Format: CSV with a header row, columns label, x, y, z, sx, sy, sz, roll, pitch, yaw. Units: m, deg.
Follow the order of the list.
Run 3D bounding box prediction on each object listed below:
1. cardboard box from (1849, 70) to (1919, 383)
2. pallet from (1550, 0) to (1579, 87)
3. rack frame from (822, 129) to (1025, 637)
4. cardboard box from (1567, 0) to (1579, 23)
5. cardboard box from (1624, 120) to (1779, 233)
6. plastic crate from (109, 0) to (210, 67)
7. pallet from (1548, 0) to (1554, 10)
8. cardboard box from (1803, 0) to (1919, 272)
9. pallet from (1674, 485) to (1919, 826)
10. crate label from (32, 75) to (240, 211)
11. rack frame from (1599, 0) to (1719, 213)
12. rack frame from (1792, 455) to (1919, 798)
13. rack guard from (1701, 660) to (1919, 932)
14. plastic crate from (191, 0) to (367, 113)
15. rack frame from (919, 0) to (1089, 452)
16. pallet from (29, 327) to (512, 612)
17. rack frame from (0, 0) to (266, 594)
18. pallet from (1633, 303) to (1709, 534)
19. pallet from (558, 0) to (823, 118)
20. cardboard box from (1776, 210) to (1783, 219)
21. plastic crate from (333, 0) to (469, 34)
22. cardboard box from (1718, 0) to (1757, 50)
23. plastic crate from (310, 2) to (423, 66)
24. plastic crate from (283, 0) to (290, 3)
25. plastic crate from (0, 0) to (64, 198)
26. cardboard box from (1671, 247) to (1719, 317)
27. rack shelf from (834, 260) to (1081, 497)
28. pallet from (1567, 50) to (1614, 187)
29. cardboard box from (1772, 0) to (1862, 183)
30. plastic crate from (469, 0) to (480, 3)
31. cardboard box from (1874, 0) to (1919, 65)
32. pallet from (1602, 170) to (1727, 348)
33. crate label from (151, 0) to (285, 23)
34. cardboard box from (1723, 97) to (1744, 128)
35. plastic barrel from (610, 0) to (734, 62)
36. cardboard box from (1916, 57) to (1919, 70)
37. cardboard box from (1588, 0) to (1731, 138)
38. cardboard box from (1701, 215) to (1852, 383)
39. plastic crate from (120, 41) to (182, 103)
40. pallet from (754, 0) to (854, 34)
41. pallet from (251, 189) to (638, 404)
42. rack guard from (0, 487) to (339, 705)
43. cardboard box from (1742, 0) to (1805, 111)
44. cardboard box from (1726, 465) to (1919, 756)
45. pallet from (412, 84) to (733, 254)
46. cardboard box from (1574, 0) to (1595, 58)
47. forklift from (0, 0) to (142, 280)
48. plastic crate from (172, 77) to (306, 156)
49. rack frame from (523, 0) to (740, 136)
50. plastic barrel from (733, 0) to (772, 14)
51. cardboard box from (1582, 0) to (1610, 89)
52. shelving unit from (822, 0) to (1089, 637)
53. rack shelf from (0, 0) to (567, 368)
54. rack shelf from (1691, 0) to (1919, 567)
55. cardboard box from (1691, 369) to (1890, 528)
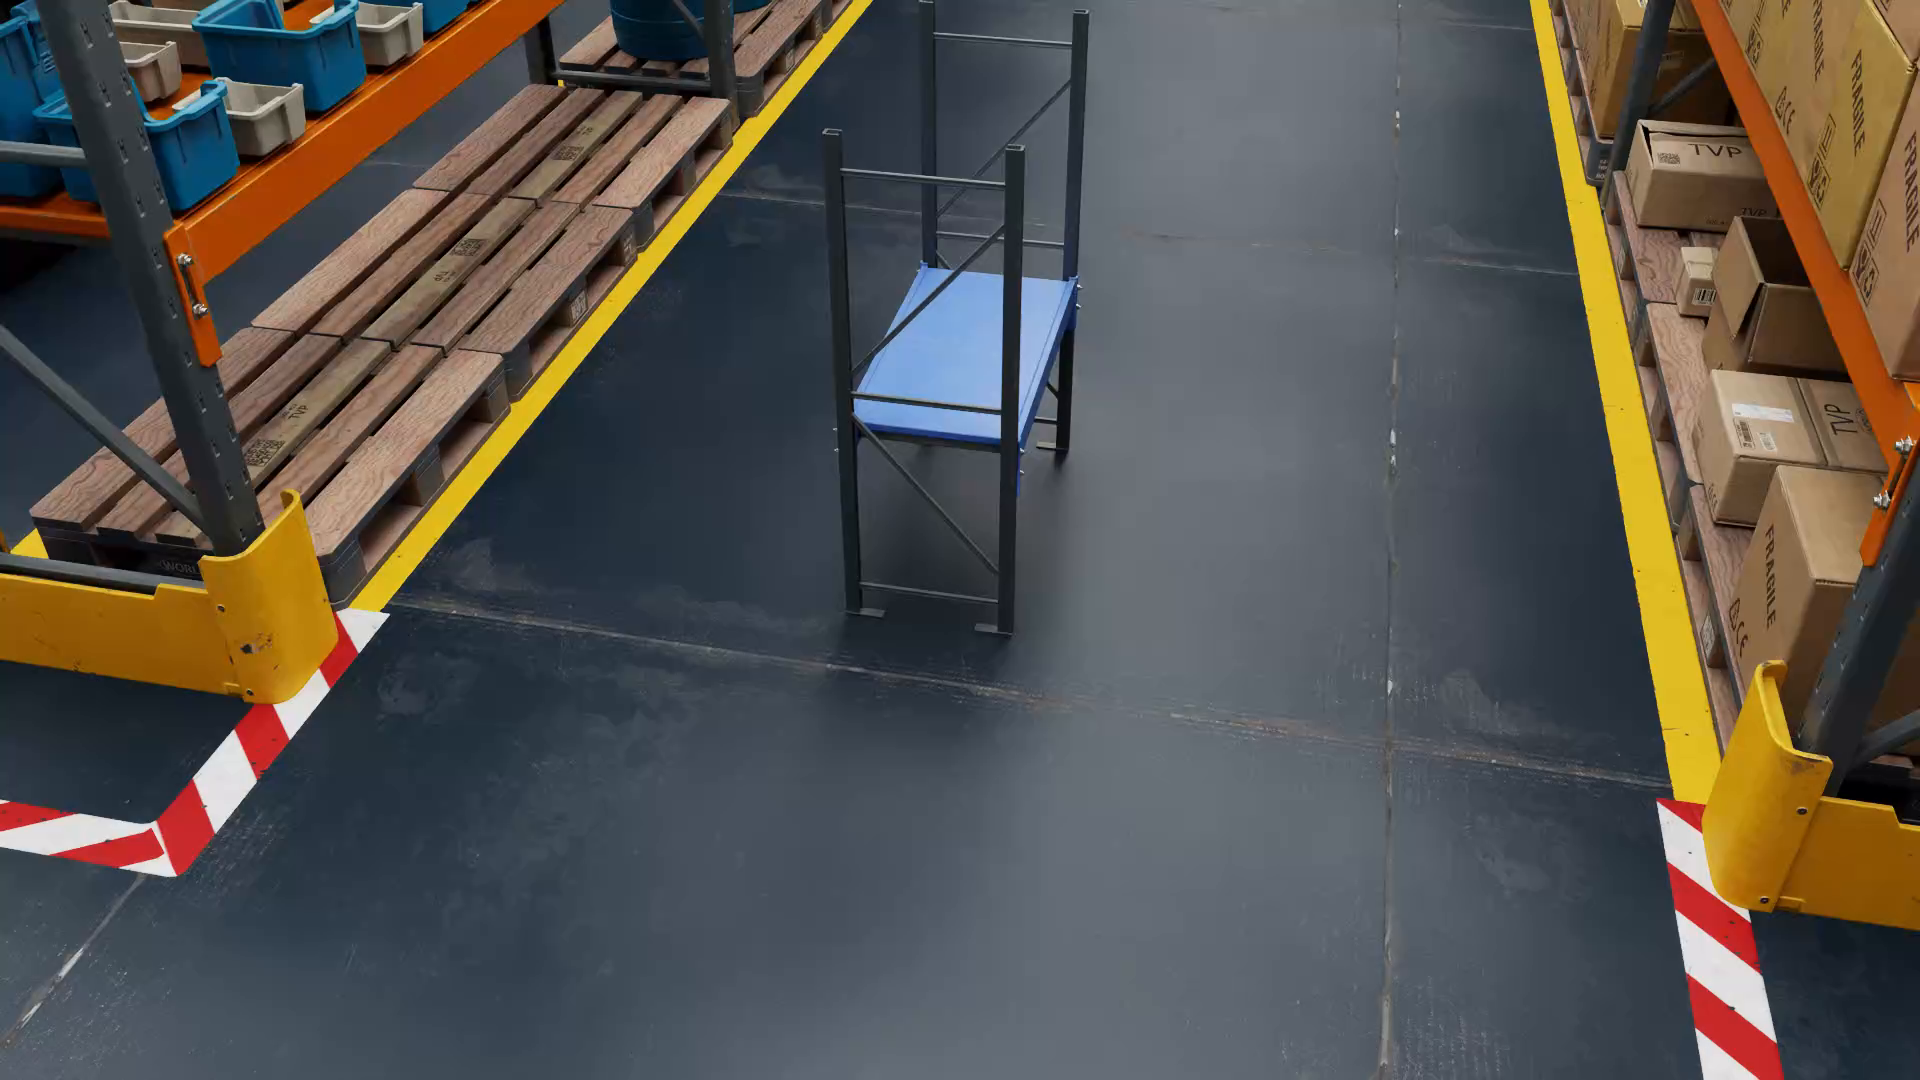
label,x,y,z,sx,sy,sz,roll,pitch,yaw
cardboard box,2.257,-0.644,3.498,0.500,0.500,0.500,8,37,11
pallet,3.676,-2.649,8.726,1.003,0.211,1.213,7,37,10
rack frame,-0.090,-0.365,4.475,0.500,1.500,0.032,7,37,10
cardboard box,3.434,-2.952,8.523,0.500,0.500,0.500,6,36,8
cardboard box,2.980,-1.482,6.655,0.500,0.311,0.500,7,37,10
plastic crate,-2.338,-1.508,4.948,0.396,0.136,0.243,7,37,10
pallet,3.939,-3.347,9.688,1.003,0.211,1.213,7,37,10
cardboard box,2.364,-0.942,3.909,0.500,0.500,0.500,8,37,10
pallet,2.612,0.316,4.635,1.003,0.211,1.213,7,37,10
crate label,-2.037,-0.993,4.155,0.416,0.233,0.303,7,37,10
rack frame,3.281,-2.606,6.290,1.000,3.000,0.127,7,37,10
rack frame,2.427,-0.313,3.126,1.000,3.000,0.127,7,37,10
rack guard,2.443,0.656,3.919,1.175,0.500,0.348,7,37,10
plastic crate,-1.896,-1.370,4.676,0.416,0.233,0.300,7,37,10
rack frame,0.127,-0.948,5.279,0.500,1.500,0.032,7,37,10
pallet,-2.197,-0.275,5.449,1.003,0.211,1.213,7,37,10
rack frame,-2.411,-0.936,3.985,1.000,3.000,0.127,7,37,10
pallet,2.875,-0.382,5.597,1.003,0.211,1.213,7,37,10
pallet,-1.351,-2.537,8.571,1.003,0.211,1.213,7,37,10
cardboard box,3.437,-1.410,6.394,0.500,0.500,0.500,7,37,10
plastic crate,-1.756,-1.747,5.197,0.416,0.233,0.300,7,37,10
cardboard box,2.691,-1.808,5.103,0.500,0.500,0.500,7,37,10
plastic crate,-1.743,-1.516,4.959,0.250,0.136,0.298,7,37,10
plastic crate,-2.257,-1.843,5.410,0.298,0.136,0.250,7,37,10
plastic crate,-2.522,-1.190,4.254,0.616,0.435,0.499,7,37,10
cardboard box,2.805,-0.926,6.011,0.380,0.166,0.250,7,37,10
rack shelf,0.018,-0.511,4.983,0.538,0.185,1.000,7,37,10
pallet,3.418,-1.948,7.758,1.003,0.211,1.213,7,37,10
cardboard box,2.476,-1.227,4.302,0.500,0.500,0.500,8,37,10
plastic crate,-1.692,-1.920,5.434,0.416,0.233,0.300,7,37,10
cardboard box,2.360,-1.338,3.602,0.500,0.500,0.500,8,37,11
pallet,3.134,-1.083,6.565,1.003,0.211,1.213,7,37,10
crate label,-2.302,-1.671,5.173,0.396,0.136,0.243,7,37,10
cardboard box,3.623,-2.019,7.235,0.500,0.500,0.500,6,36,8
plastic barrel,-1.424,-2.859,8.069,0.600,0.901,0.708,7,37,10
cardboard box,2.253,-1.048,3.202,0.500,0.500,0.500,7,37,10
cardboard box,3.107,-2.091,7.334,0.500,0.500,0.500,7,37,10
cardboard box,2.885,-0.696,5.406,0.797,0.503,0.637,7,37,10
plastic crate,-2.414,-1.344,4.721,0.396,0.136,0.243,7,37,10
pallet,-1.093,-3.239,9.539,1.003,0.211,1.213,7,37,10
pallet,-1.935,-0.972,6.411,1.003,0.211,1.213,7,37,10
rack guard,-2.404,0.092,4.697,1.175,0.500,0.348,7,37,10
cardboard box,2.584,-1.516,4.701,0.500,0.500,0.500,7,36,9
cardboard box,2.302,0.179,4.203,0.500,0.500,0.500,7,37,10
pallet,-1.676,-1.674,7.379,1.003,0.211,1.213,7,37,10
cardboard box,3.328,-2.661,8.120,0.500,0.500,0.500,8,37,11
forklift,-4.105,-2.809,6.628,1.130,2.935,3.031,7,36,9
plastic crate,-1.888,-1.127,4.423,0.250,0.136,0.298,7,37,10
rack frame,-1.557,-3.229,7.149,1.000,3.000,0.127,7,37,10
plastic barrel,-1.273,-3.265,8.629,0.600,0.901,0.708,7,37,10
cardboard box,3.220,-2.373,7.724,0.500,0.500,0.500,7,37,10
shelving unit,0.018,-0.656,4.877,0.538,1.500,1.048,7,37,10
rack shelf,-1.984,-1.791,5.778,1.077,0.370,4.000,7,37,10
rack shelf,2.854,-1.168,4.919,1.077,0.370,4.000,7,37,10
cardboard box,2.535,-0.261,5.022,0.500,0.250,0.500,7,37,10
